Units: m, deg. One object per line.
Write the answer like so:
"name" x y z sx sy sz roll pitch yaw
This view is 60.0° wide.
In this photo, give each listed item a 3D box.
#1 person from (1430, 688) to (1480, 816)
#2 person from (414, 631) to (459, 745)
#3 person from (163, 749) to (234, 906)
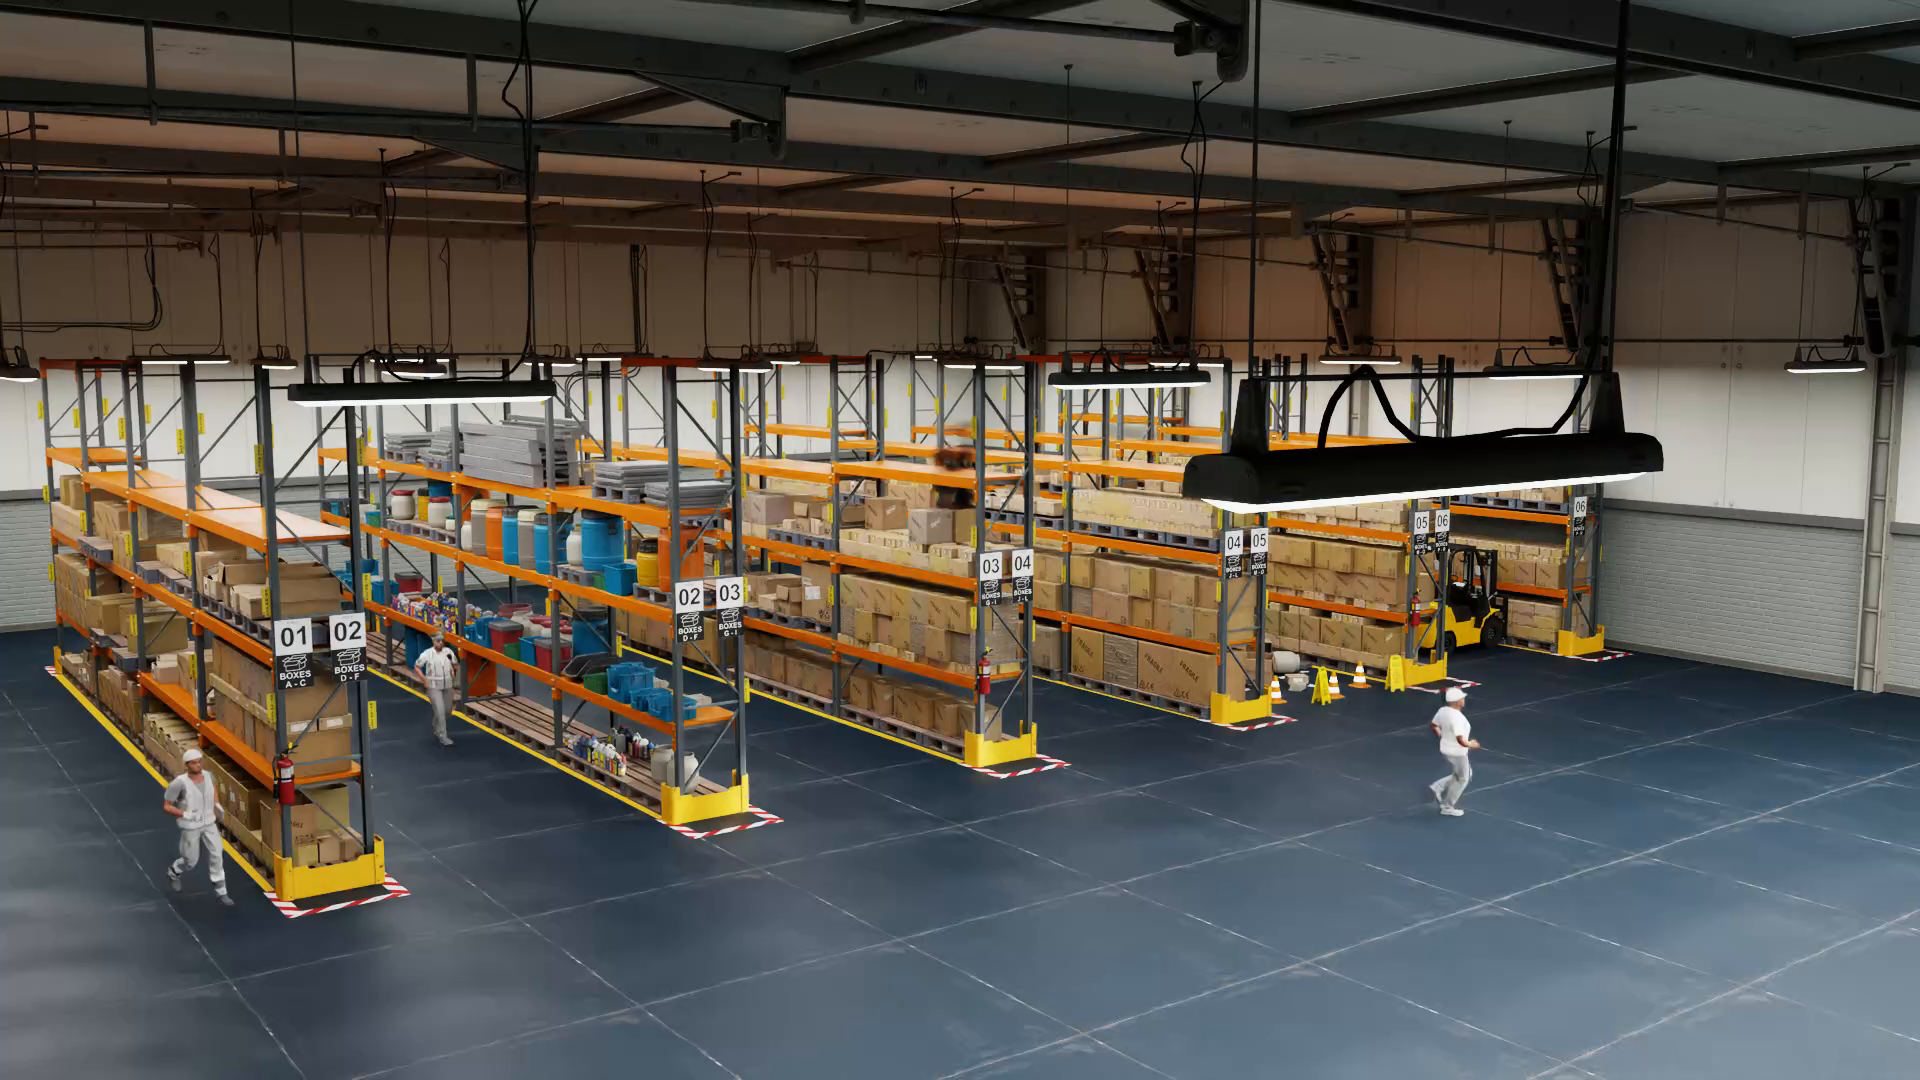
"person" 6.611 2.822 22.188 0.582 1.723 0.700 -1 7 -5
"person" -8.207 2.305 26.245 0.684 1.765 0.789 -6 9 -43
"person" -8.567 3.197 18.619 0.950 1.773 0.707 4 8 30
